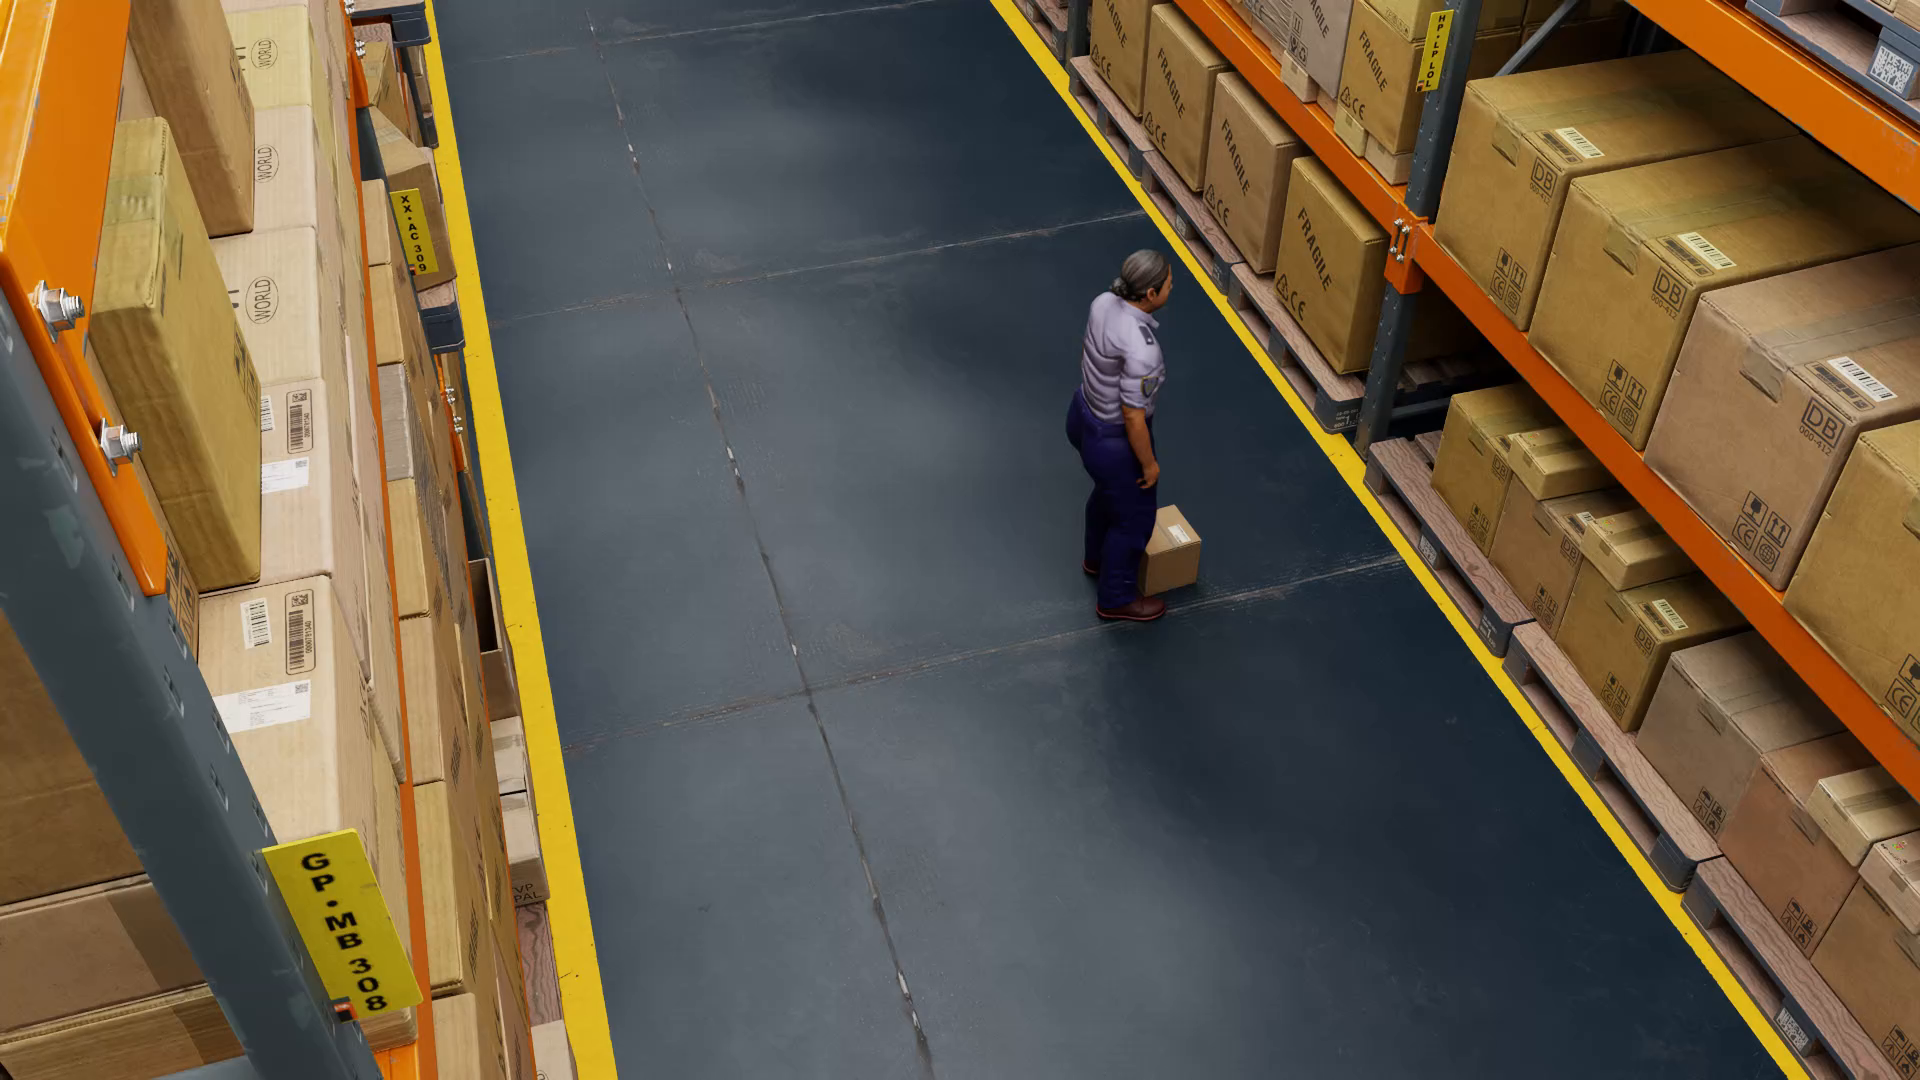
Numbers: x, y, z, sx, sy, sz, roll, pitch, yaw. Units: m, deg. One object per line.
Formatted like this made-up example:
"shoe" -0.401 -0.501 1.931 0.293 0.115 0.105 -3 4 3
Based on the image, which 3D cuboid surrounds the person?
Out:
"person" 0.655 -0.423 6.627 0.412 1.652 0.539 -12 44 -13
